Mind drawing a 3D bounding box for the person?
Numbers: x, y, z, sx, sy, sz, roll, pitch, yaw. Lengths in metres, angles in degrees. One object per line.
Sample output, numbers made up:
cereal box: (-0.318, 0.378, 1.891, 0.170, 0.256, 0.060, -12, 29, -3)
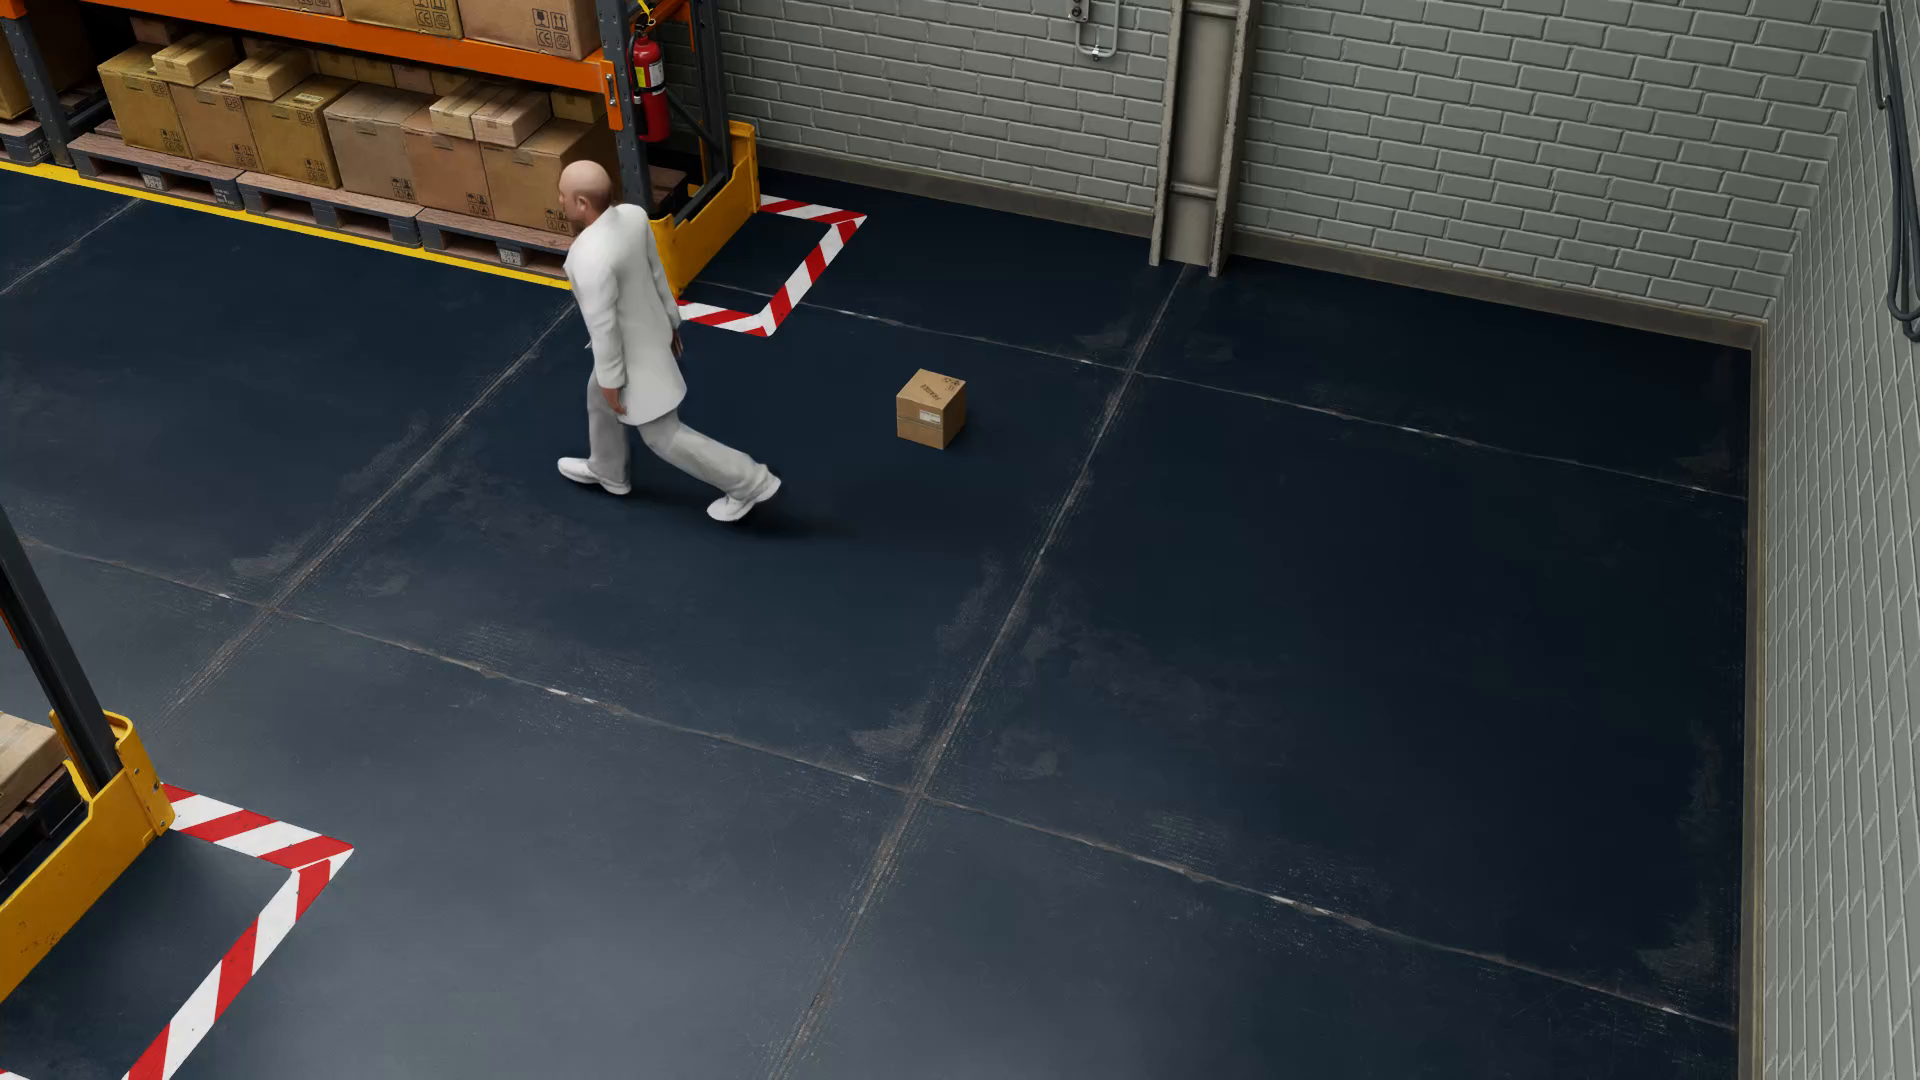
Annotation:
person: (-1.347, -0.811, 7.121, 1.127, 1.725, 0.589, 6, 41, 6)
